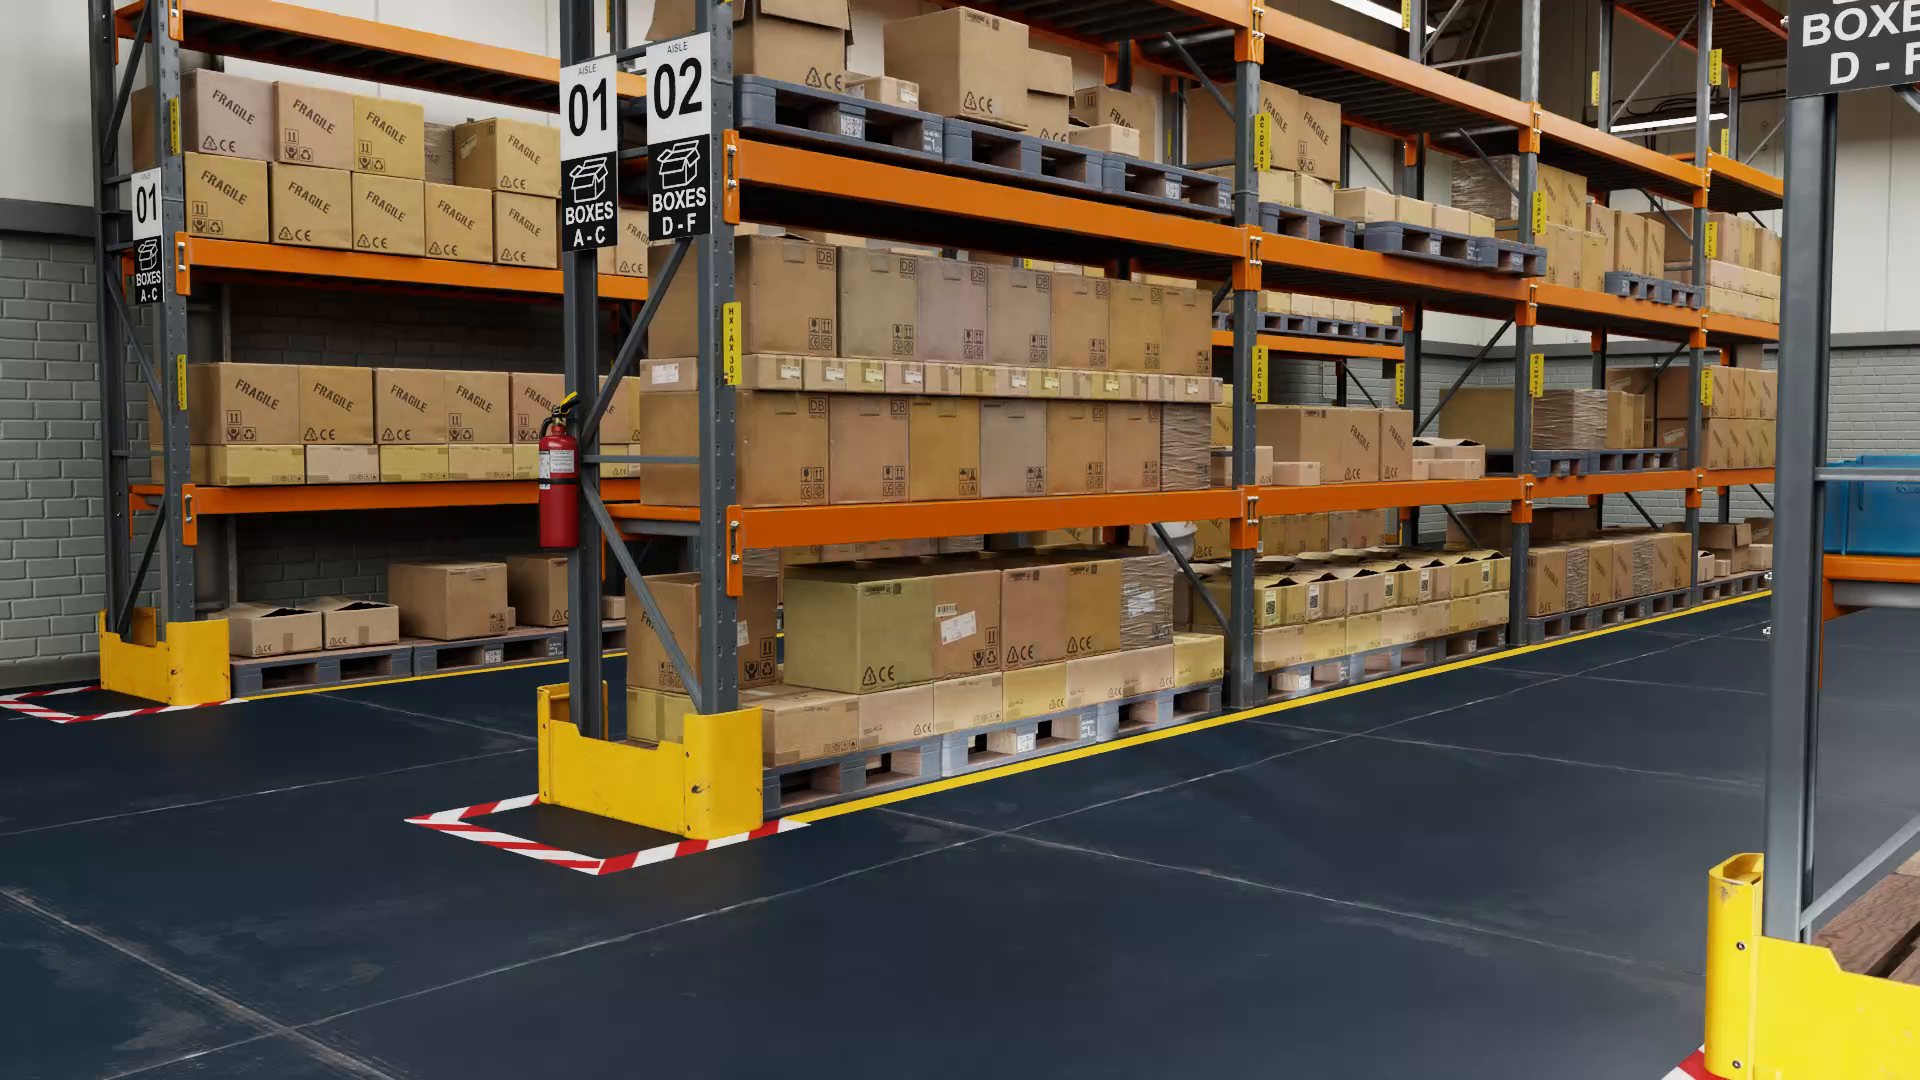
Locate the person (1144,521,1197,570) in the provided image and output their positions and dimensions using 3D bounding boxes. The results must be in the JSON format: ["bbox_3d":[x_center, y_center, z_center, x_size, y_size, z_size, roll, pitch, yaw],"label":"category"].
[{"bbox_3d":[1.962,-0.273,15.880,0.576,1.764,0.680,3,4,36],"label":"person"}]
